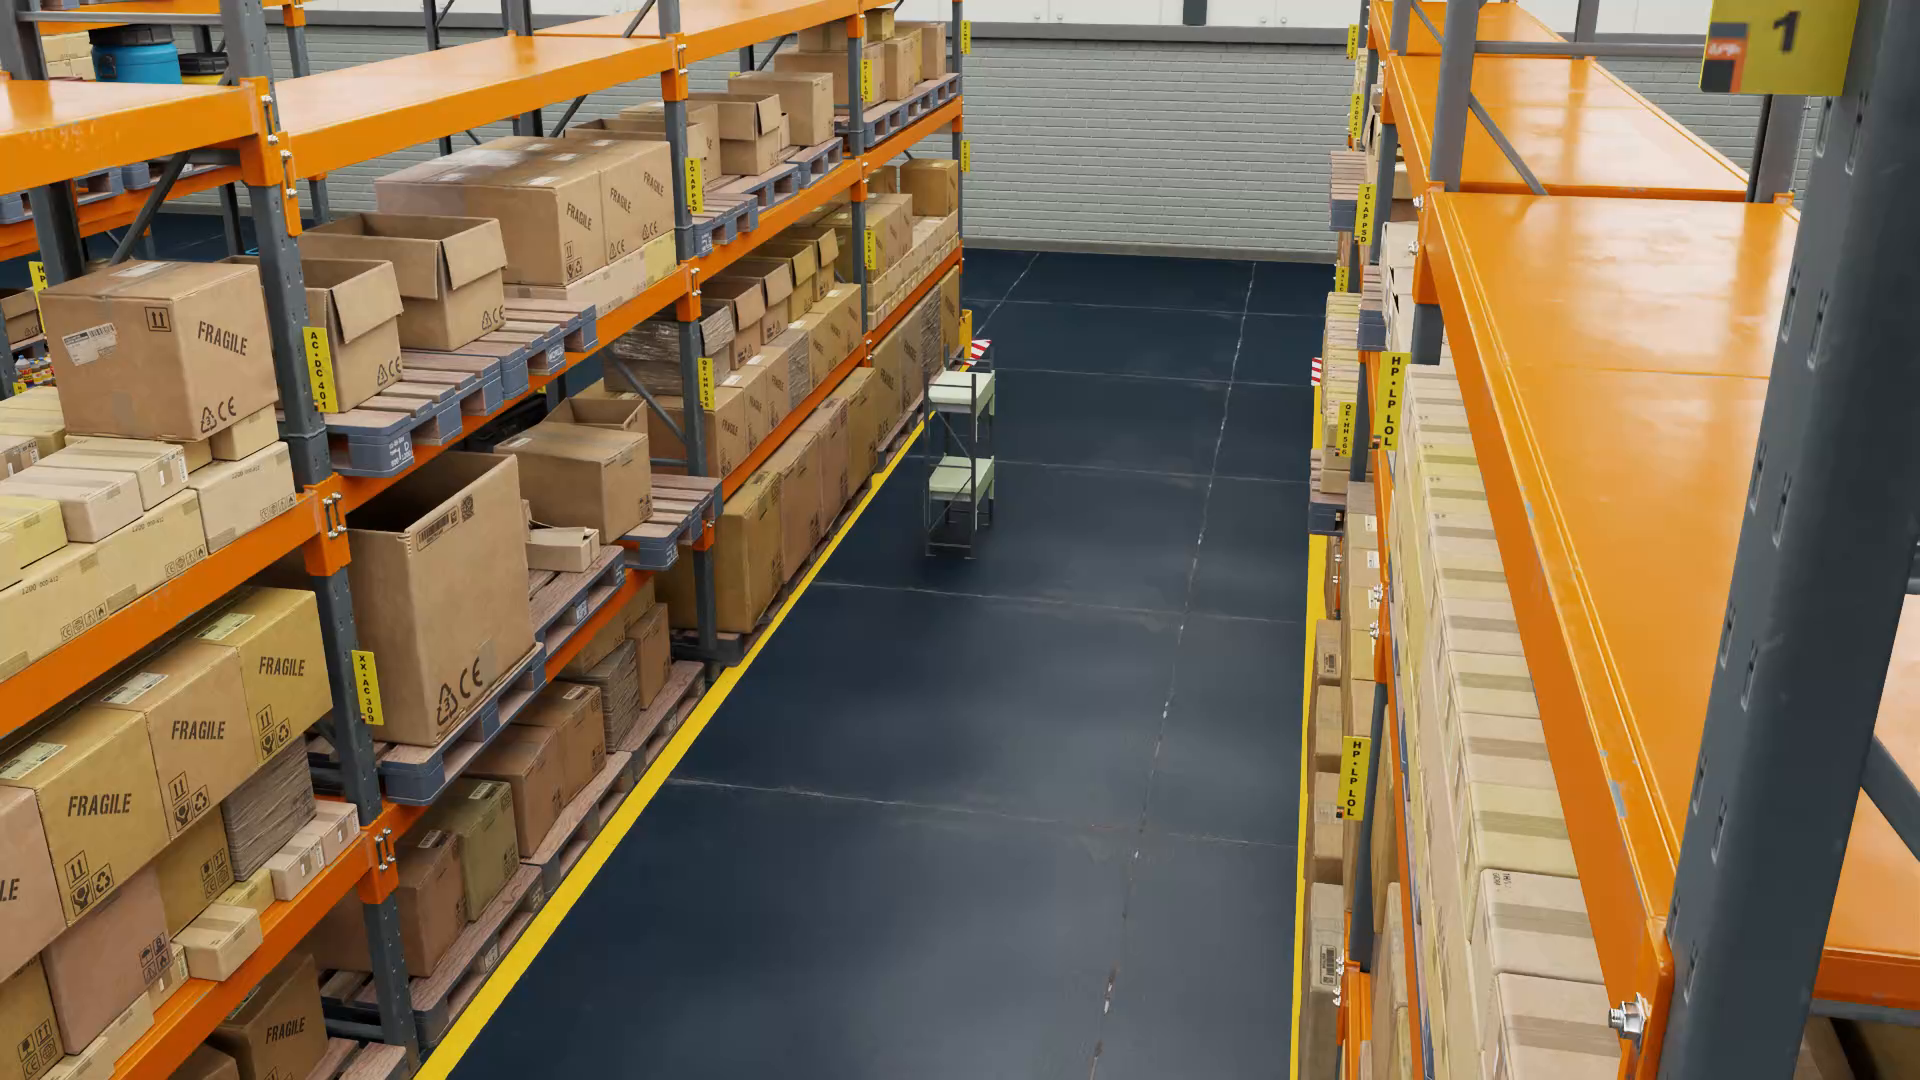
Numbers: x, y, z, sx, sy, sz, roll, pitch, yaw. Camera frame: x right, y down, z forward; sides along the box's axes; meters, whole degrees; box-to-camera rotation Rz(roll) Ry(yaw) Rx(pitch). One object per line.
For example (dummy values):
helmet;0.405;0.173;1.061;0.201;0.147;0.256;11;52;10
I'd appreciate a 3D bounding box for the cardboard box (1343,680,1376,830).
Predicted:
cardboard box;1.861;0.932;6.891;0.500;0.500;0.500;4;22;10

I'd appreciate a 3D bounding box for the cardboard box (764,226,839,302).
cardboard box;-1.412;-2.244;13.434;0.797;0.503;0.637;4;22;10

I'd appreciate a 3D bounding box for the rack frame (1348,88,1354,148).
rack frame;4.361;-3.014;16.823;1.000;3.000;0.127;4;22;11

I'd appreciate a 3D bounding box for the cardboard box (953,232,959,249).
cardboard box;-0.224;-3.158;17.515;0.380;0.149;0.250;5;22;12

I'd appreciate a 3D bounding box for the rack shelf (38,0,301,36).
rack shelf;-6.547;-3.876;12.431;1.077;0.370;4.000;4;22;11

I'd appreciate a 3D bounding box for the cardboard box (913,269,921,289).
cardboard box;-0.587;-2.503;15.890;0.380;0.149;0.250;4;22;9

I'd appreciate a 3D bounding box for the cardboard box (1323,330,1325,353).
cardboard box;3.015;-1.521;12.889;0.380;0.149;0.250;3;22;8

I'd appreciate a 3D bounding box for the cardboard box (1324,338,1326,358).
cardboard box;2.859;-1.374;12.127;0.380;0.149;0.250;4;22;9

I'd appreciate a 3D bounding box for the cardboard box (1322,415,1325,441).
cardboard box;2.488;-0.714;10.488;0.380;0.149;0.250;5;22;12

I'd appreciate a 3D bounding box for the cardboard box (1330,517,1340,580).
cardboard box;2.704;0.073;10.938;0.500;0.250;0.500;5;22;12

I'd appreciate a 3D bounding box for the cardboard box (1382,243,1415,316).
cardboard box;2.264;-1.220;7.858;0.500;0.250;0.500;5;22;12

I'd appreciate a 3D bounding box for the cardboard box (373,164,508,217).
cardboard box;-2.656;-1.651;8.621;0.500;0.500;0.500;4;22;9

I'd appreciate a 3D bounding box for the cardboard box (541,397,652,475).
cardboard box;-2.177;-0.544;9.994;0.500;0.500;0.500;2;22;4

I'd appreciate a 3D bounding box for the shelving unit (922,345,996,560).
shelving unit;-0.001;-0.693;13.067;0.431;1.500;0.755;4;22;11

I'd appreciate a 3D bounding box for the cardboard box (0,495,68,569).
cardboard box;-2.972;-0.026;5.055;0.380;0.149;0.250;5;23;13

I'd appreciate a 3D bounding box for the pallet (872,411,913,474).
pallet;-1.058;-0.945;15.418;1.003;0.211;1.213;4;22;11

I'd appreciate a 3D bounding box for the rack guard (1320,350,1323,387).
rack guard;4.346;-1.827;17.221;1.175;0.500;0.348;4;22;11

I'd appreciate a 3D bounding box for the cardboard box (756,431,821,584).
cardboard box;-1.755;-0.289;12.338;1.225;0.875;0.875;5;22;11

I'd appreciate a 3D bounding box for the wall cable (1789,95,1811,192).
wall cable;10.356;-5.224;20.907;0.585;1.953;0.123;4;22;11

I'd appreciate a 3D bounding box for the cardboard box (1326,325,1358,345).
cardboard box;2.804;-1.416;11.832;0.380;0.149;0.250;4;22;10

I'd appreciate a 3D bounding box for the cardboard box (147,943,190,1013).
cardboard box;-2.970;1.536;5.862;0.380;0.149;0.250;4;22;11

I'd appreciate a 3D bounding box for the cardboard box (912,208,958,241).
cardboard box;-0.313;-3.300;17.336;0.500;0.250;0.500;4;22;10

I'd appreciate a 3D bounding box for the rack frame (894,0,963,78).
rack frame;-0.474;-6.212;16.733;1.000;3.000;0.127;4;22;11

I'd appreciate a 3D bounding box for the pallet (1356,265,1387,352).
pallet;2.650;-1.153;8.439;1.213;0.211;1.003;6;23;13

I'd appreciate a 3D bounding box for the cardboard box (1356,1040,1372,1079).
cardboard box;1.534;1.832;4.589;0.875;0.550;0.550;4;22;11

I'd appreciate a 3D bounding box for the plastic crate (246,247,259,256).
plastic crate;-6.377;-2.561;15.639;0.392;0.384;0.575;4;22;11

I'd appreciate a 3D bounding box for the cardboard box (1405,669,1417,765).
cardboard box;1.248;0.431;3.892;0.380;0.149;0.250;4;22;11

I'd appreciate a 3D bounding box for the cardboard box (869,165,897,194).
cardboard box;-0.938;-3.508;16.847;0.500;0.500;0.500;4;22;10

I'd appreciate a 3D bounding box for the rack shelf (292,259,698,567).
rack shelf;-2.514;-0.830;8.347;1.077;0.370;4.000;4;22;11

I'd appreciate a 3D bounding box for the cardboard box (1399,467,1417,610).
cardboard box;1.438;0.015;4.392;0.500;0.250;0.500;4;22;10

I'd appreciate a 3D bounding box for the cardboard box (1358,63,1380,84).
cardboard box;3.612;-3.995;14.240;0.380;0.149;0.250;4;22;10

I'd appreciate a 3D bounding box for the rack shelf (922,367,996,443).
rack shelf;-0.001;-1.055;12.922;0.431;0.370;0.720;4;22;11

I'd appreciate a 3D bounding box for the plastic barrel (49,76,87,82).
plastic barrel;-6.740;-3.190;12.501;0.433;0.535;0.433;0;22;0

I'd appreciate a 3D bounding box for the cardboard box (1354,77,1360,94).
cardboard box;3.695;-3.867;14.457;0.500;0.250;0.500;4;22;9

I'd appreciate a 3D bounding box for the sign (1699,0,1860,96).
sign;0.568;-0.462;1.099;0.100;0.325;0.005;4;22;11

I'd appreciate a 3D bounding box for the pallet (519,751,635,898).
pallet;-2.518;1.520;9.296;1.003;0.211;1.213;4;22;11

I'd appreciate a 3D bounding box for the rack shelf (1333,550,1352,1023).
rack shelf;2.321;0.977;7.877;1.077;0.370;4.000;4;22;11

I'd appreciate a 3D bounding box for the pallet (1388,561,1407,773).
pallet;1.736;0.322;4.641;1.003;0.211;1.213;4;22;11

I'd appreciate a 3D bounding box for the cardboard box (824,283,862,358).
cardboard box;-1.118;-1.821;13.726;0.500;0.500;0.500;5;22;11

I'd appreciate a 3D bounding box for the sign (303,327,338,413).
sign;-2.389;-0.633;6.204;0.100;0.325;0.005;4;22;11

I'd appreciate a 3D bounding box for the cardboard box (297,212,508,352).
cardboard box;-2.538;-1.184;7.562;0.797;0.503;0.637;5;23;13

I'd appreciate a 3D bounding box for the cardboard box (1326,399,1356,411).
cardboard box;2.434;-0.749;10.175;0.380;0.149;0.250;4;22;10

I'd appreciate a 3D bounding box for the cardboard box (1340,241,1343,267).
cardboard box;3.577;-2.306;14.532;0.500;0.500;0.500;4;22;11

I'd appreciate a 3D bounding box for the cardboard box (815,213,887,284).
cardboard box;-0.942;-2.538;14.440;0.500;0.500;0.500;4;22;11

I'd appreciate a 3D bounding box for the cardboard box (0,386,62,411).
cardboard box;-3.290;-0.452;6.113;0.380;0.149;0.250;4;22;9

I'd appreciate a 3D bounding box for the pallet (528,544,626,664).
pallet;-2.470;0.312;8.820;1.003;0.211;1.213;4;22;11

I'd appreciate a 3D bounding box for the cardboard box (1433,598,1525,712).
cardboard box;1.144;0.244;3.289;0.380;0.149;0.250;5;22;11

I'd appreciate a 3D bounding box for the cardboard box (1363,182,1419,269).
cardboard box;2.597;-1.755;9.546;0.500;0.500;0.500;4;22;11

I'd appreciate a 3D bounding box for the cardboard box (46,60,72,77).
cardboard box;-10.130;-5.118;18.231;0.500;0.250;0.500;4;22;11

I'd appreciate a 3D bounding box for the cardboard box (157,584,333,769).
cardboard box;-2.745;0.497;6.235;0.500;0.500;0.500;4;22;11

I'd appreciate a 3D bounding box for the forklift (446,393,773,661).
forklift;-2.813;-0.685;11.131;3.031;2.935;1.130;8;23;19

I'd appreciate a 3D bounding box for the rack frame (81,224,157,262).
rack frame;-10.171;-4.186;19.732;1.000;3.000;0.127;4;22;11

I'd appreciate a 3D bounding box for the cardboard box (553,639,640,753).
cardboard box;-2.324;0.902;9.855;0.700;0.500;0.500;3;22;6

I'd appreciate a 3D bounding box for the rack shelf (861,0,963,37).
rack shelf;-0.882;-4.962;15.126;1.077;0.370;4.000;4;22;11

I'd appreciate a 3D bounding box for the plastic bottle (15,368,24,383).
plastic bottle;-7.142;-1.202;12.588;0.097;0.201;0.097;0;22;0

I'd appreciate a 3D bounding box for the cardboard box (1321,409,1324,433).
cardboard box;2.592;-0.757;10.991;0.380;0.149;0.250;3;22;9

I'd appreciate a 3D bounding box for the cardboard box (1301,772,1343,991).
cardboard box;2.152;1.637;7.724;1.050;0.750;0.750;4;22;11

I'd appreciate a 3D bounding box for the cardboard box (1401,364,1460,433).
cardboard box;1.506;-0.404;4.900;0.380;0.149;0.250;5;22;11

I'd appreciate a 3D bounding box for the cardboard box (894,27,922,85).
cardboard box;-0.760;-4.718;16.207;0.700;0.500;0.500;4;22;9
